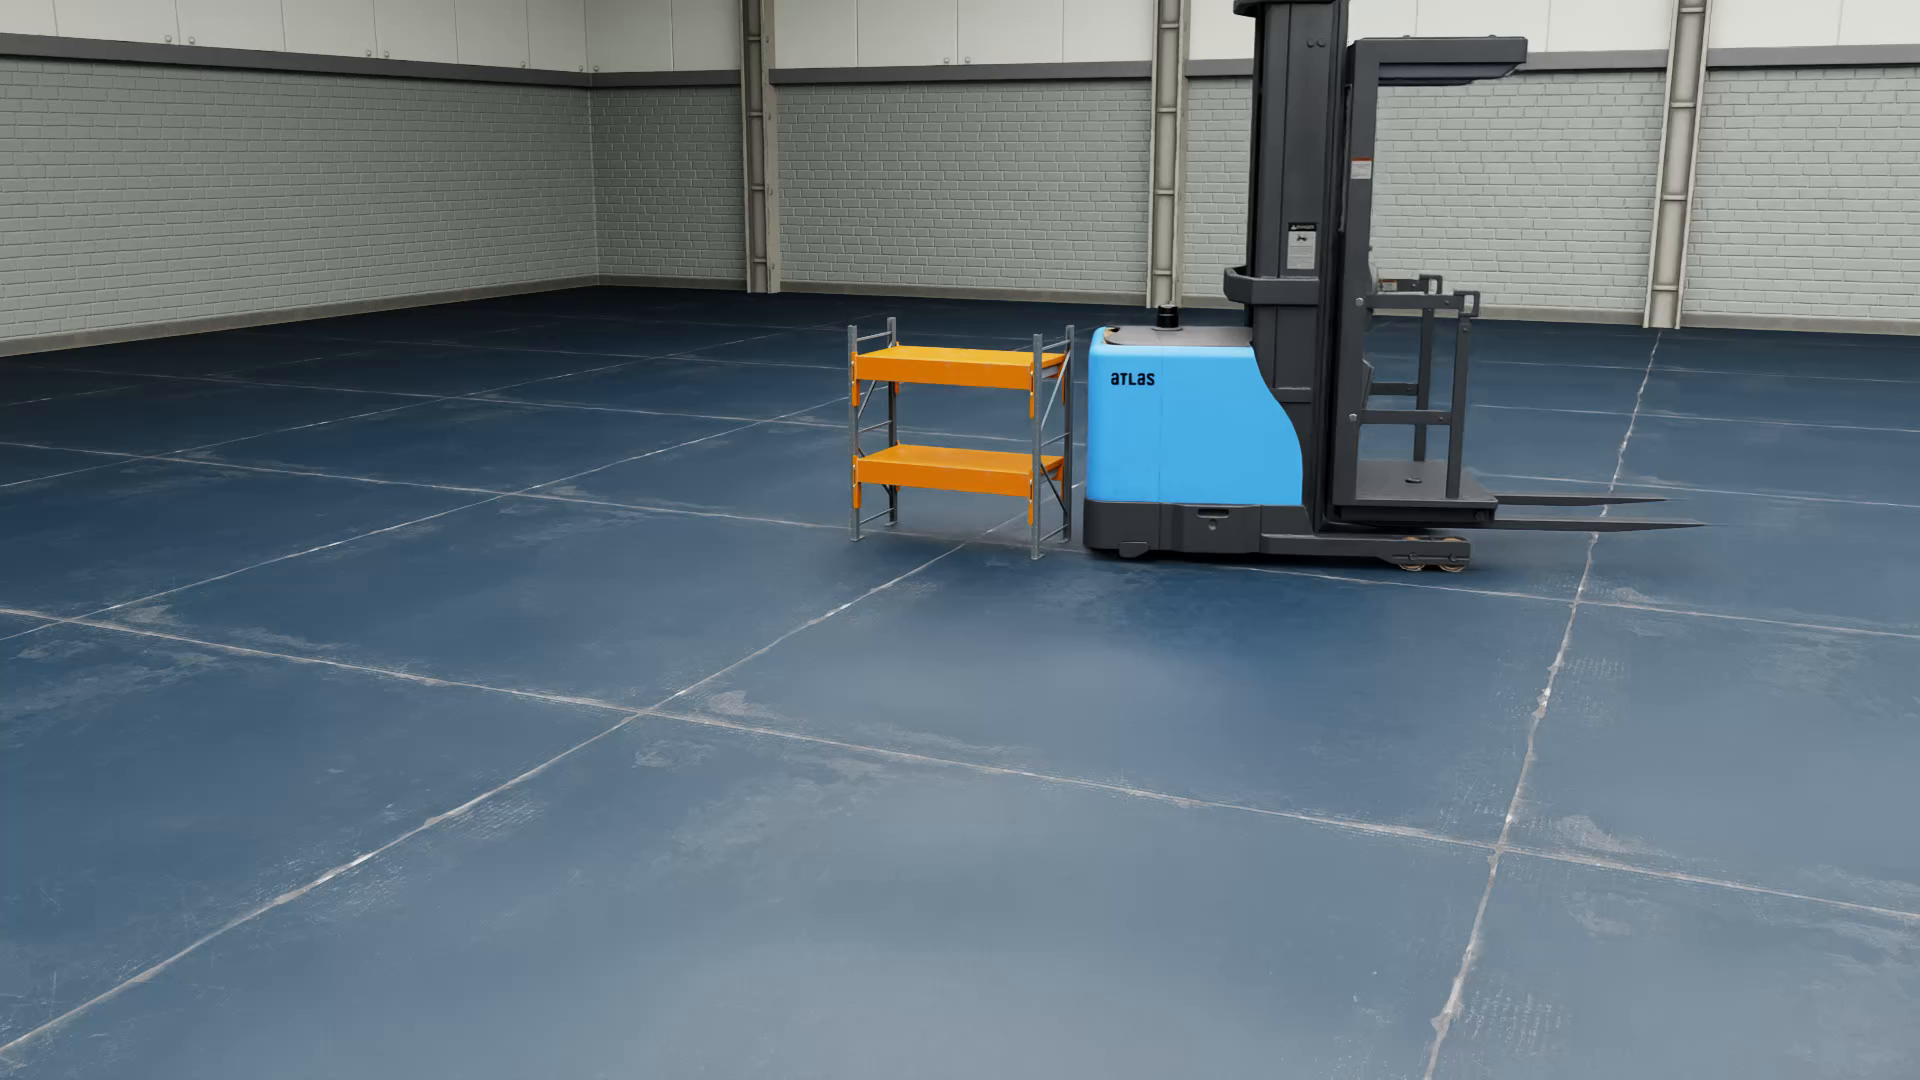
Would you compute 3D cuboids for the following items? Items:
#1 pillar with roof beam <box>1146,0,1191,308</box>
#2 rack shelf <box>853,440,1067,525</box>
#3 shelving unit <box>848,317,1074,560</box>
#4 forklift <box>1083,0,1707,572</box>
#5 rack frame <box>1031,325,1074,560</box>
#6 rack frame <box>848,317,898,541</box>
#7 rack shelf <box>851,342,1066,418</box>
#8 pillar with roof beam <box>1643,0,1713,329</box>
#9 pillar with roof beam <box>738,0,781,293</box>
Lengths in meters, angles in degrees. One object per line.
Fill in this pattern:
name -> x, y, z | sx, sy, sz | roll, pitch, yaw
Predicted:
pillar with roof beam -> 0.911, -6.510, 16.798 | 0.400, 9.000, 9.100 | 6, 14, 23
rack shelf -> 0.006, -0.309, 8.680 | 1.000, 0.278, 0.538 | 6, 14, 23
shelving unit -> 0.006, -0.547, 8.624 | 1.048, 1.125, 0.538 | 6, 14, 23
forklift -> 2.169, -1.398, 8.295 | 3.031, 2.935, 1.130 | 1, 13, 6
rack frame -> 0.471, -0.500, 8.423 | 0.032, 1.125, 0.500 | 6, 14, 23
rack frame -> -0.459, -0.594, 8.824 | 0.032, 1.125, 0.500 | 6, 14, 23
rack shelf -> 0.006, -0.832, 8.557 | 1.000, 0.278, 0.538 | 6, 14, 23
pillar with roof beam -> 6.397, -5.954, 14.432 | 0.400, 9.000, 9.100 | 6, 14, 23
pillar with roof beam -> -4.575, -7.065, 19.164 | 0.400, 9.000, 9.100 | 6, 14, 23
